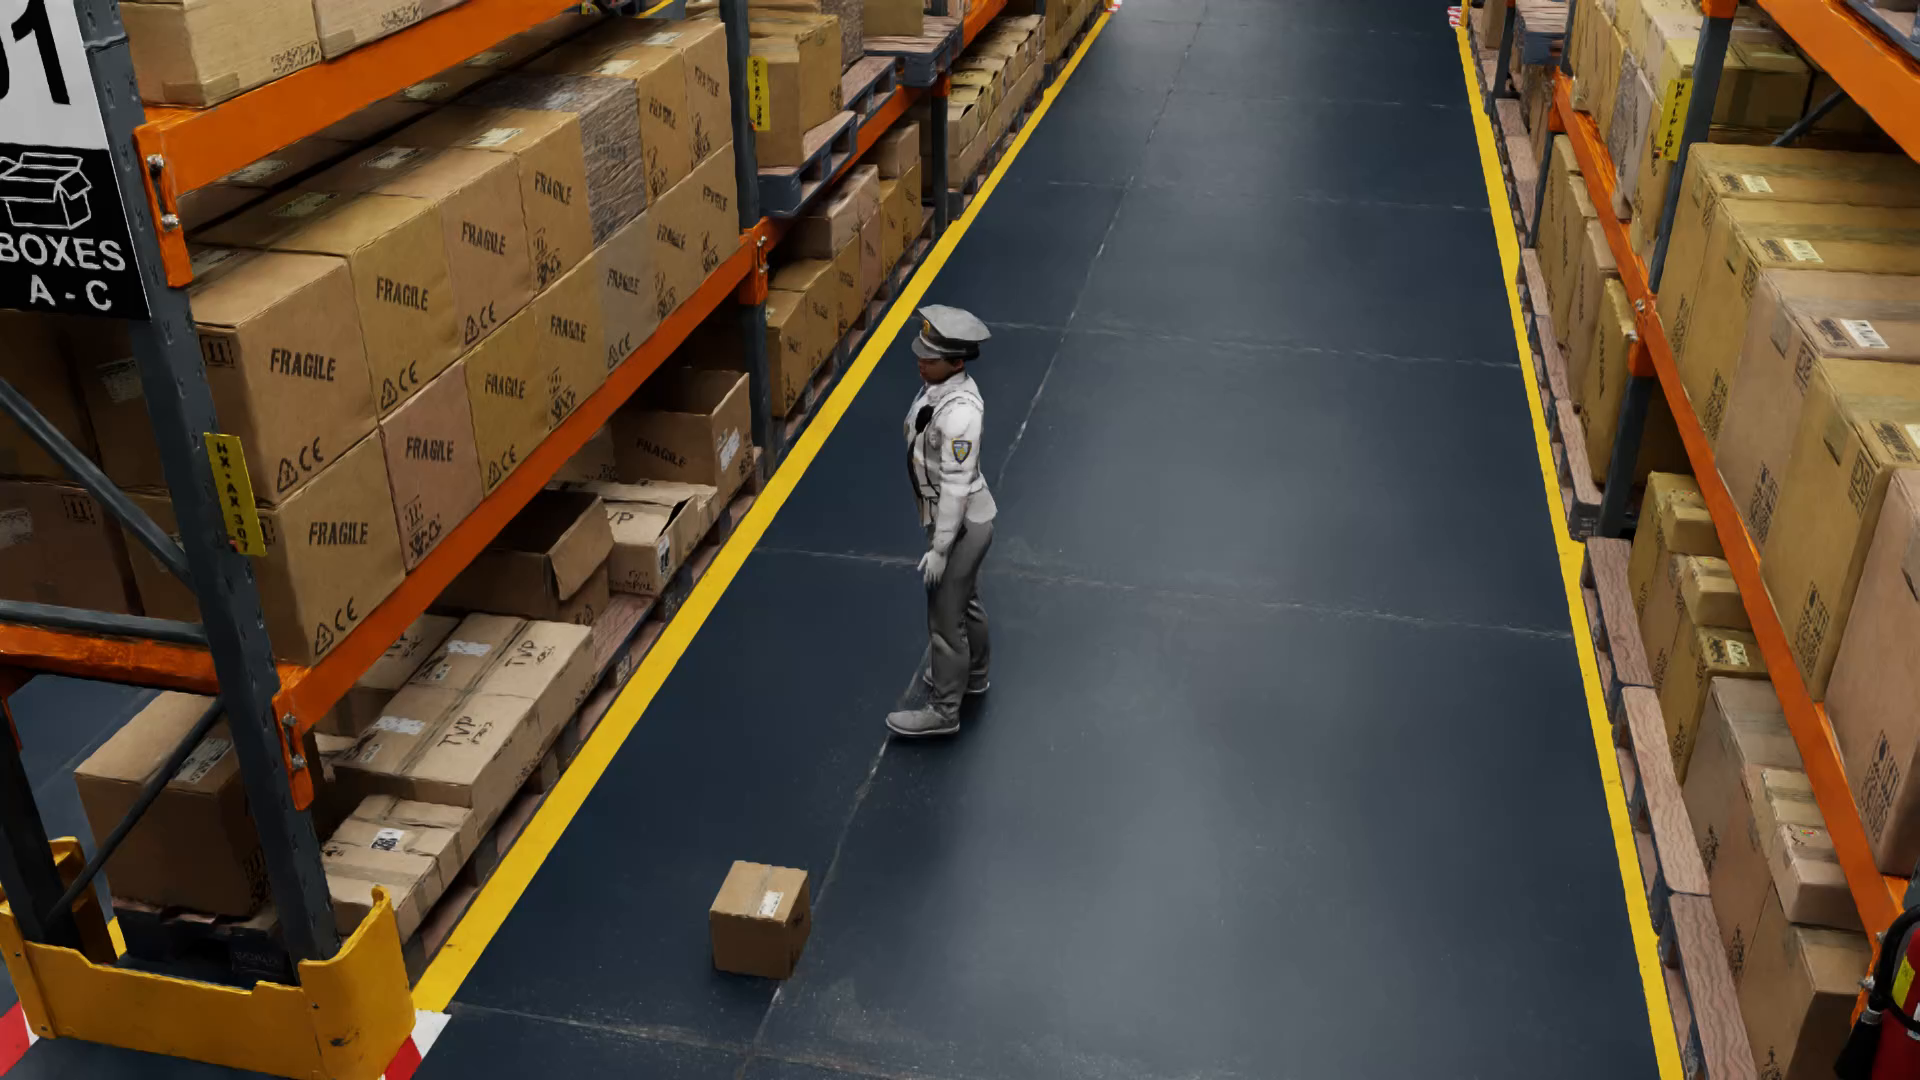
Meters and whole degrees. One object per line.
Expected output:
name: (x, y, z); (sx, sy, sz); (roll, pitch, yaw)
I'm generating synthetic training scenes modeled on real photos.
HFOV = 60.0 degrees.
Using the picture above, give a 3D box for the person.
person: (-0.085, -0.056, 6.157); (0.430, 1.686, 0.540); (-3, 29, -5)
